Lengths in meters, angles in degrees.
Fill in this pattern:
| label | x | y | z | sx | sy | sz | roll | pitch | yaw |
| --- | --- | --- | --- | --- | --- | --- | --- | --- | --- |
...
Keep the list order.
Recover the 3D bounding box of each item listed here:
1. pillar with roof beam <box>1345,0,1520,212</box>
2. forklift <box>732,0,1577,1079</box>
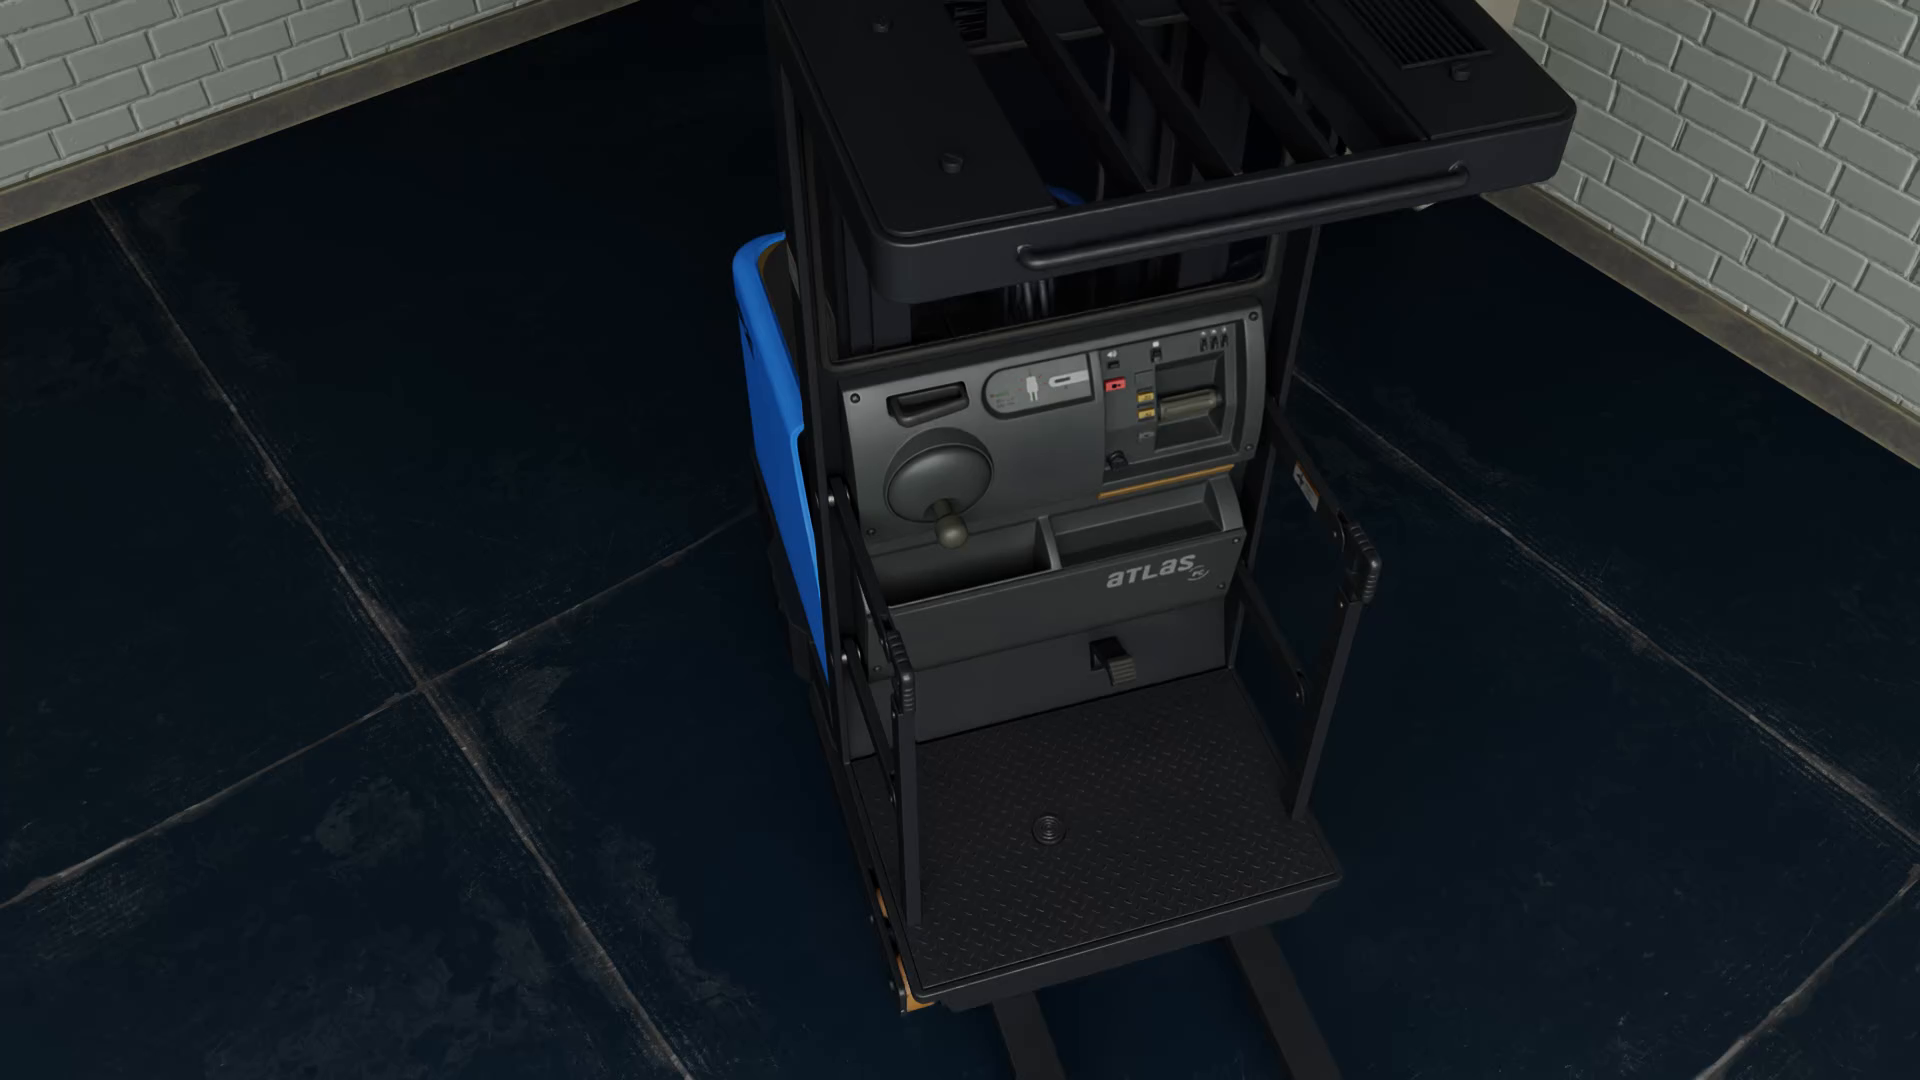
| label | x | y | z | sx | sy | sz | roll | pitch | yaw |
| --- | --- | --- | --- | --- | --- | --- | --- | --- | --- |
| pillar with roof beam | -1.668 | -2.537 | 1.476 | 9.100 | 9.000 | 0.400 | -29 | 54 | -24 |
| forklift | 0.278 | -0.146 | 3.404 | 1.130 | 2.935 | 3.031 | -13 | 49 | -11 |
